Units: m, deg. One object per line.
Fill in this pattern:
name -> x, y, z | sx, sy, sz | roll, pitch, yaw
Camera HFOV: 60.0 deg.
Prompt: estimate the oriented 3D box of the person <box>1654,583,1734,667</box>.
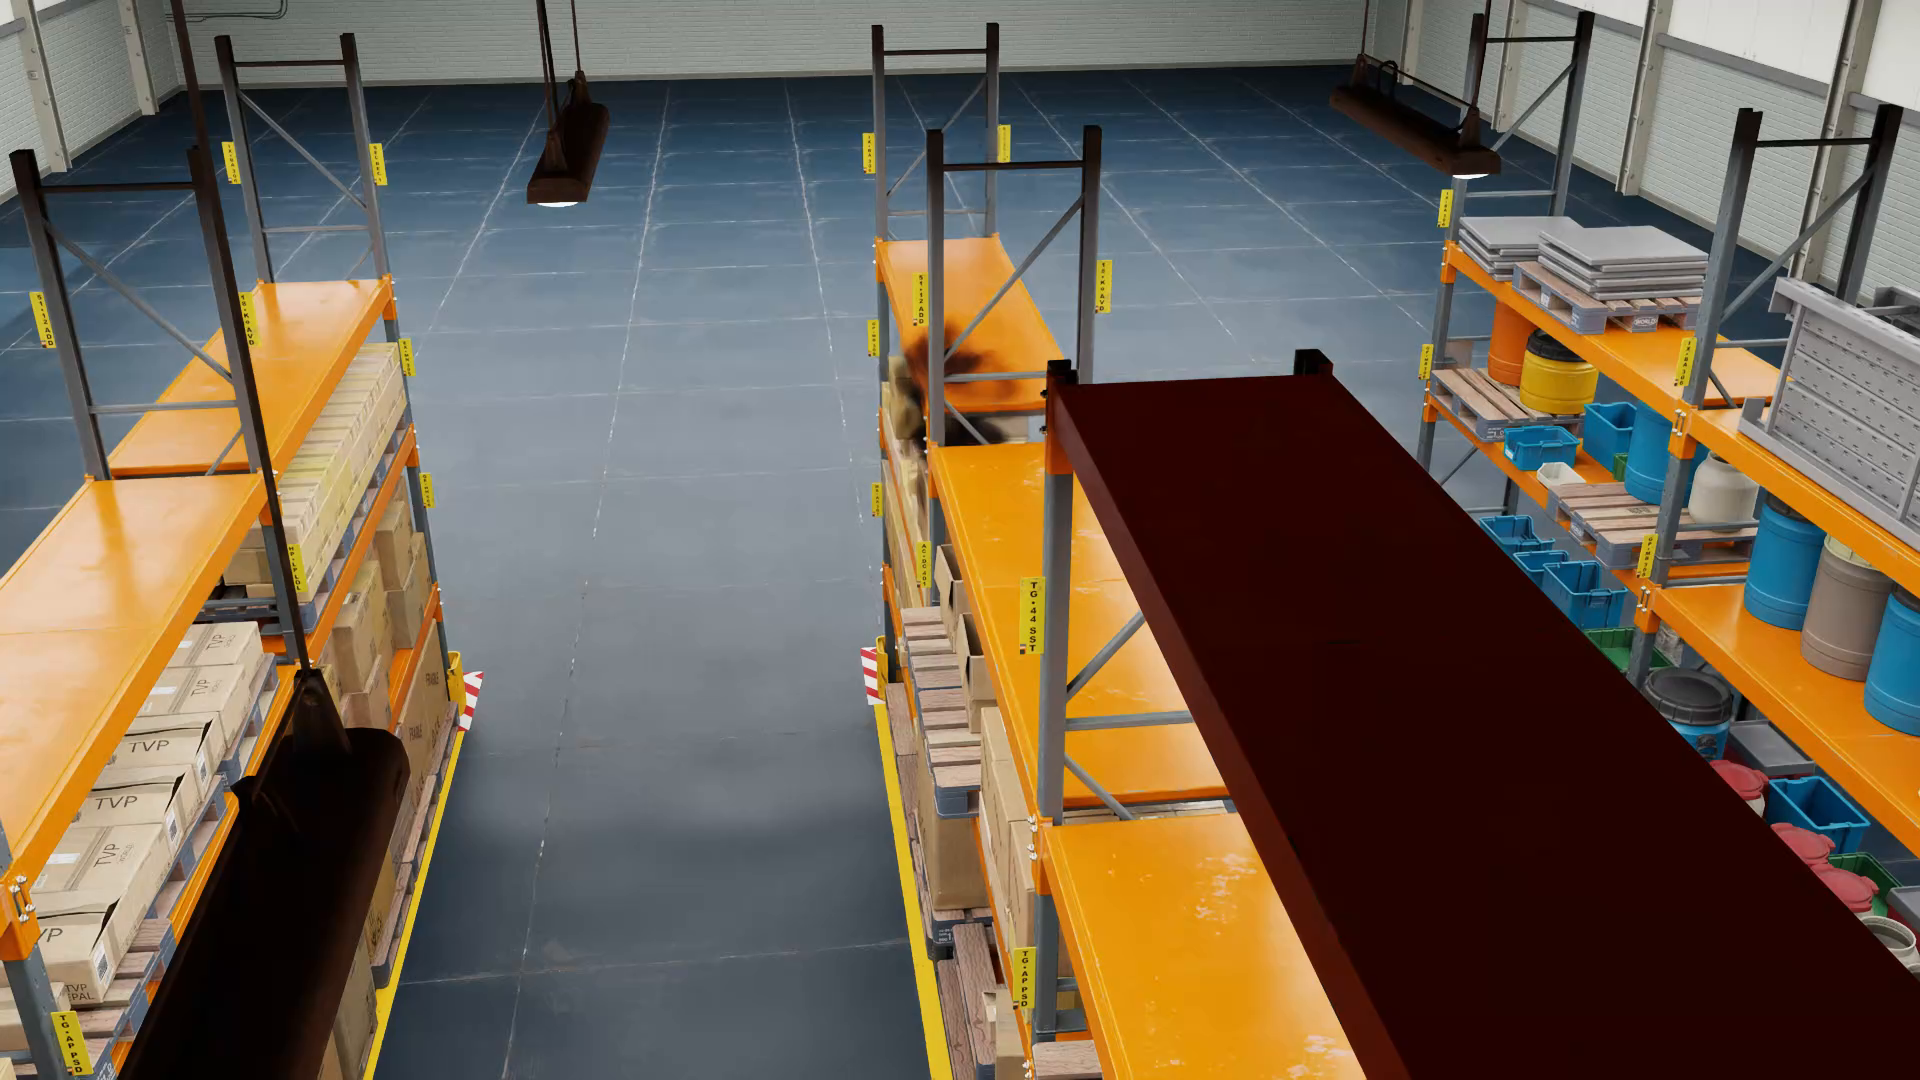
person -> 6.513, 0.722, 14.945 | 0.702, 1.774, 0.863 | 0, 25, -1
